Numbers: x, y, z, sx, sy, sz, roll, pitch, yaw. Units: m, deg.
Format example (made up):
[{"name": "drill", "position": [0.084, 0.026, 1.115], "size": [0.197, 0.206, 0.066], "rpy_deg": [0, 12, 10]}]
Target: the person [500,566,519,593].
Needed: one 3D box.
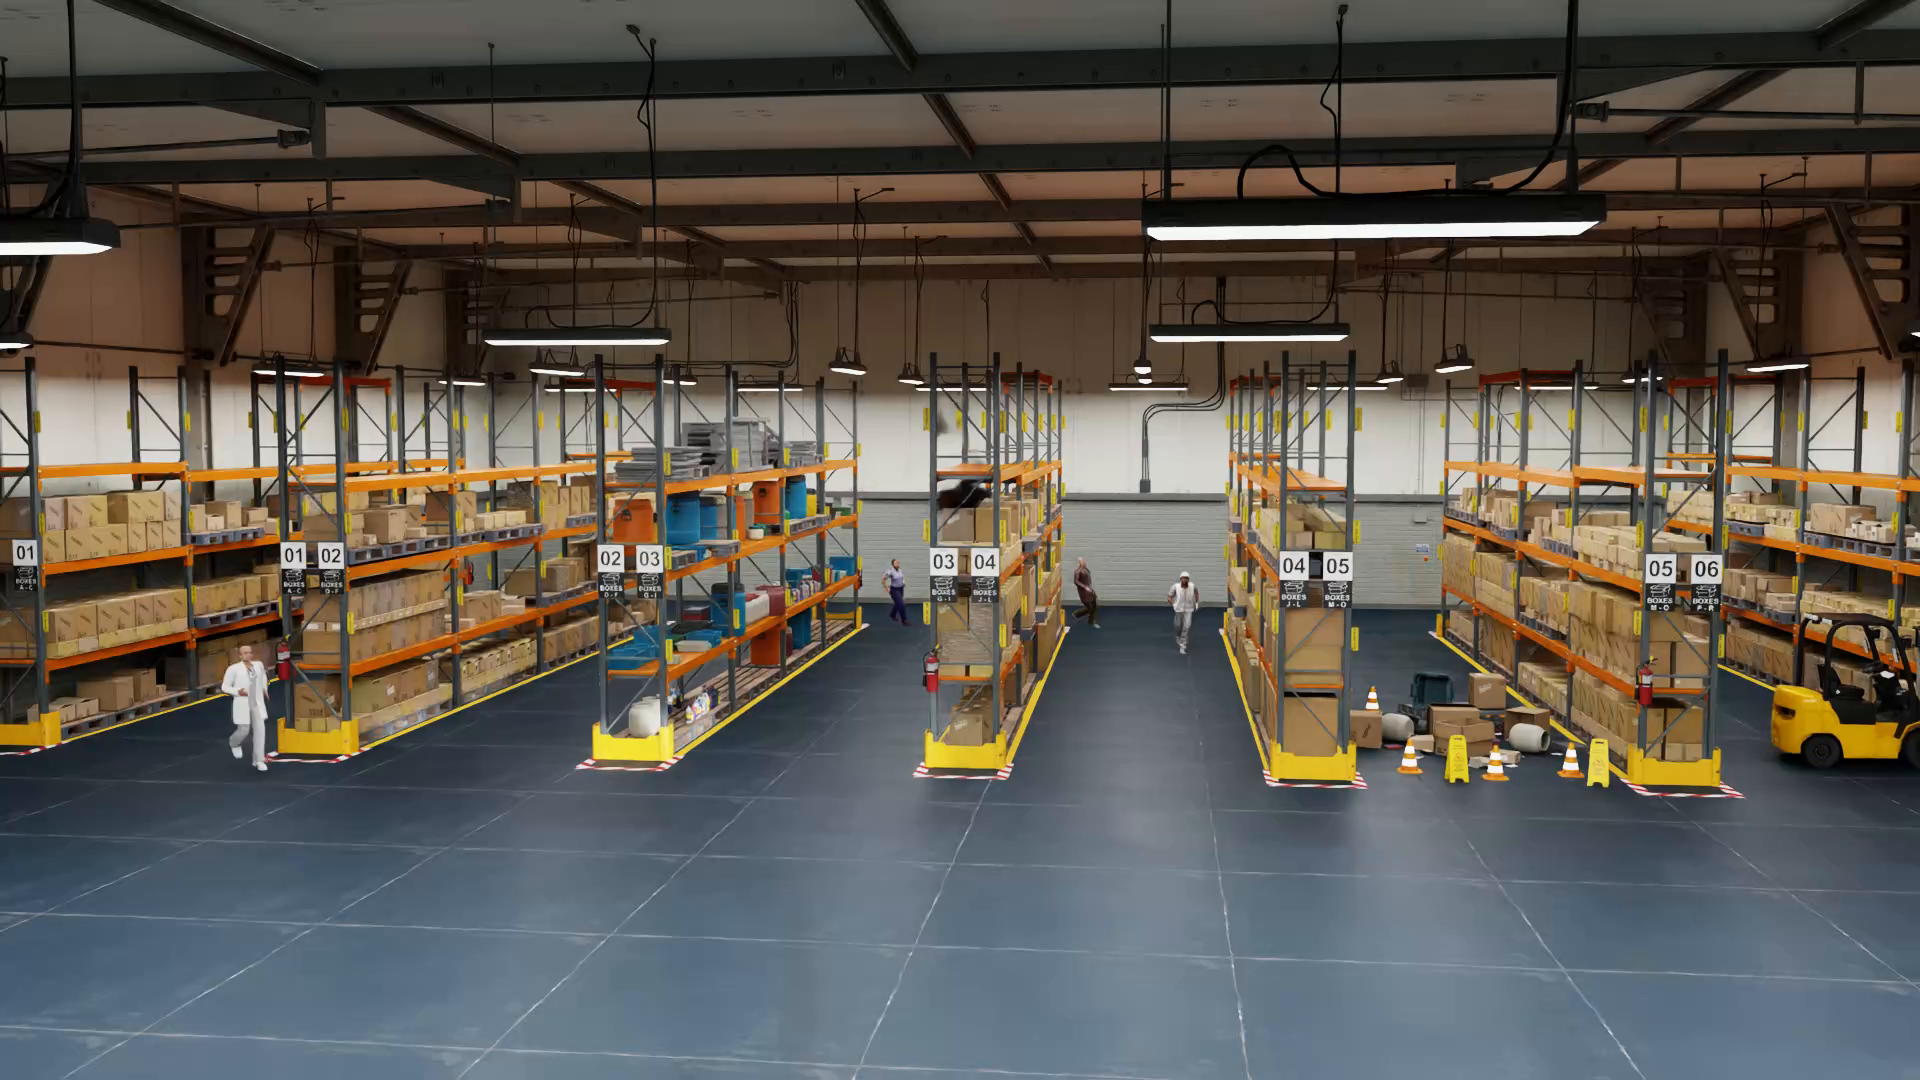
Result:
[{"name": "person", "position": [-10.112, 1.470, 37.616], "size": [0.634, 1.767, 0.655], "rpy_deg": [0, 4, -2]}]

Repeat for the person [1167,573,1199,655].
[{"name": "person", "position": [4.860, 1.576, 36.178], "size": [0.706, 1.765, 0.890], "rpy_deg": [0, 4, 1]}]

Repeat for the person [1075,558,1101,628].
[{"name": "person", "position": [3.085, 1.290, 40.507], "size": [0.668, 1.738, 0.768], "rpy_deg": [2, 5, 28]}]

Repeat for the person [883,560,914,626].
[{"name": "person", "position": [-1.544, 1.291, 40.914], "size": [0.846, 1.639, 0.706], "rpy_deg": [3, 5, 40]}]

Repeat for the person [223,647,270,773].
[{"name": "person", "position": [-10.287, 2.427, 24.057], "size": [0.710, 1.781, 0.981], "rpy_deg": [-4, 6, -44]}]
